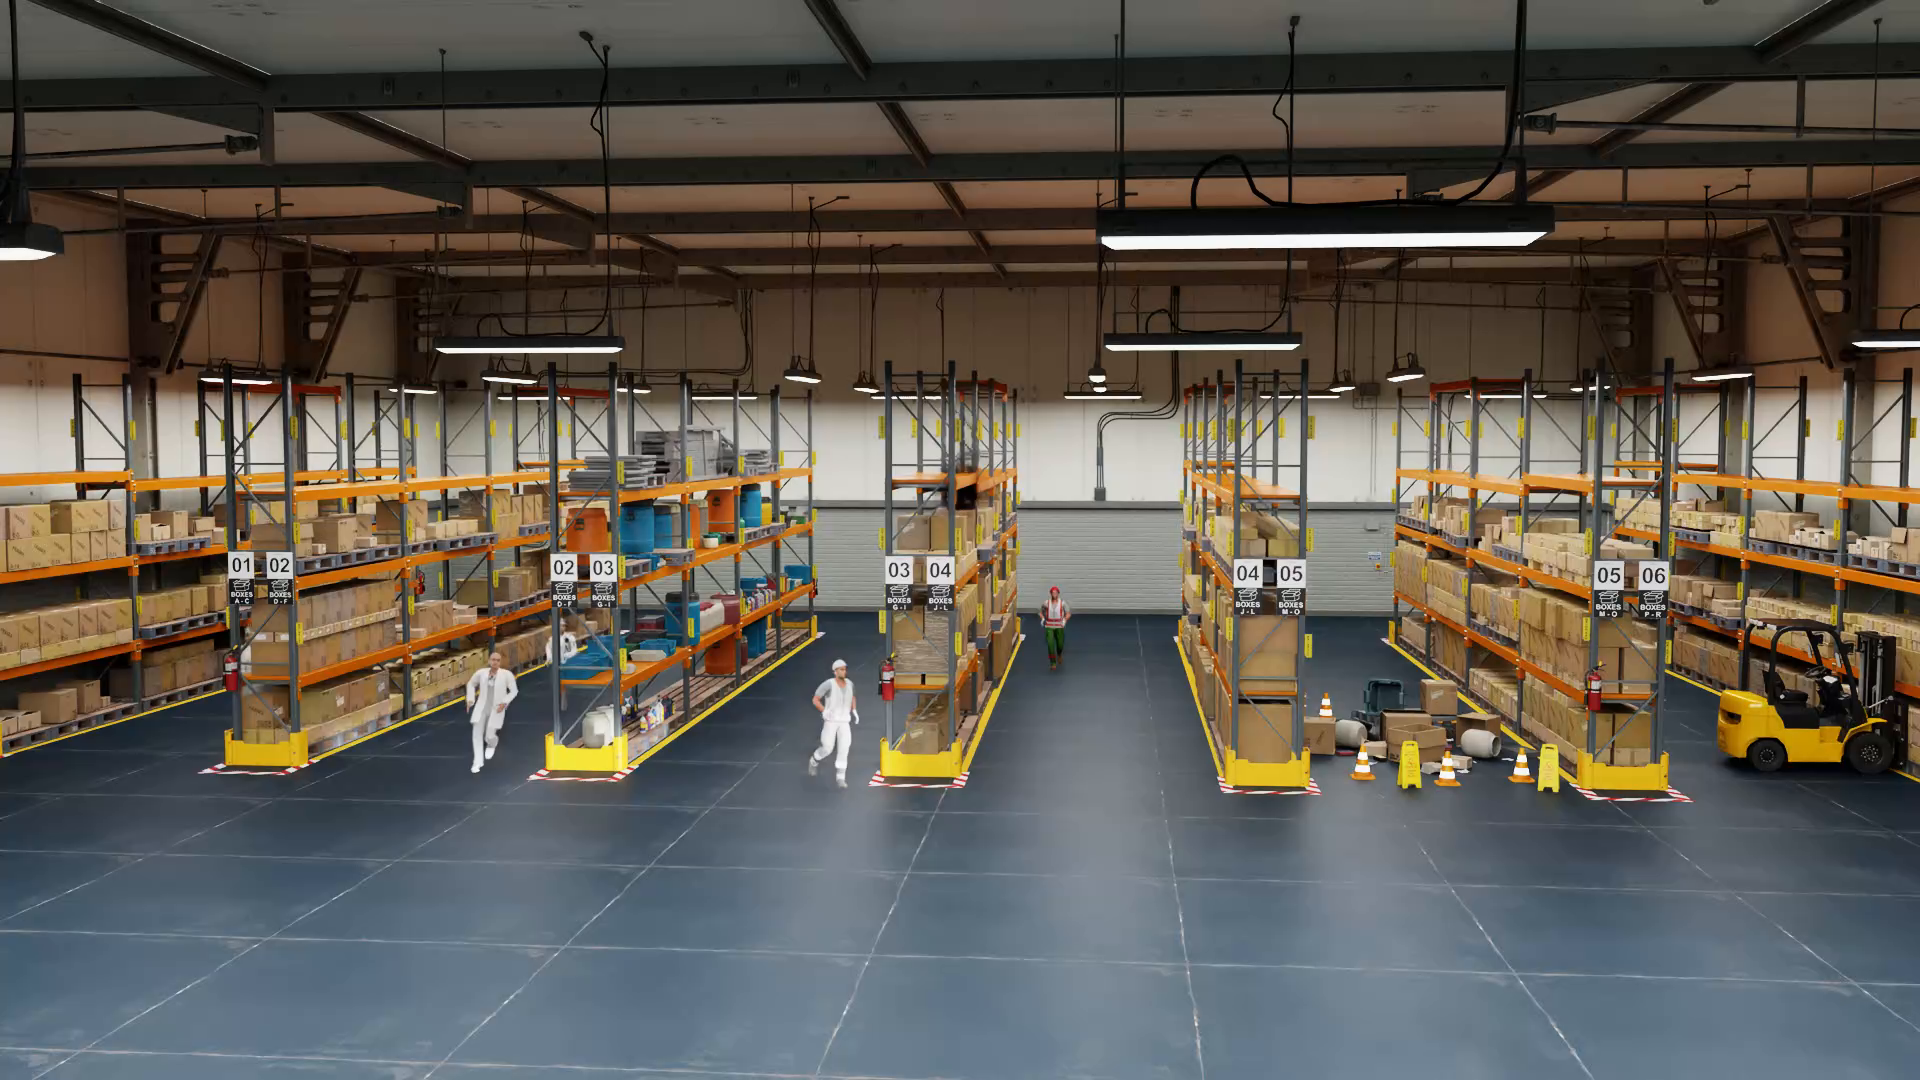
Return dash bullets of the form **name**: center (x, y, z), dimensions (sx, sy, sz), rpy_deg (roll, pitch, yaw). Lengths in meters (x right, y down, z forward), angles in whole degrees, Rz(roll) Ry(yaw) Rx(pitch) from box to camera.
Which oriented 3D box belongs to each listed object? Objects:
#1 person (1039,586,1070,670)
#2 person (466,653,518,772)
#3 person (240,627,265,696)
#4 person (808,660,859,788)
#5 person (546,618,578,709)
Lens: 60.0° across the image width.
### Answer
- **person**: center (1.974, 1.839, 34.898), dimensions (0.645, 1.738, 0.623), rpy_deg (0, 4, 5)
- **person**: center (-6.960, 2.536, 24.722), dimensions (0.754, 1.744, 0.755), rpy_deg (0, 4, -3)
- **person**: center (-11.781, 2.309, 27.630), dimensions (0.638, 1.737, 0.564), rpy_deg (0, 4, 7)
- **person**: center (-1.728, 2.572, 23.548), dimensions (0.725, 1.763, 0.939), rpy_deg (-3, 5, -34)
- **person**: center (-7.132, 2.217, 29.670), dimensions (0.586, 1.657, 0.562), rpy_deg (0, 4, -5)
